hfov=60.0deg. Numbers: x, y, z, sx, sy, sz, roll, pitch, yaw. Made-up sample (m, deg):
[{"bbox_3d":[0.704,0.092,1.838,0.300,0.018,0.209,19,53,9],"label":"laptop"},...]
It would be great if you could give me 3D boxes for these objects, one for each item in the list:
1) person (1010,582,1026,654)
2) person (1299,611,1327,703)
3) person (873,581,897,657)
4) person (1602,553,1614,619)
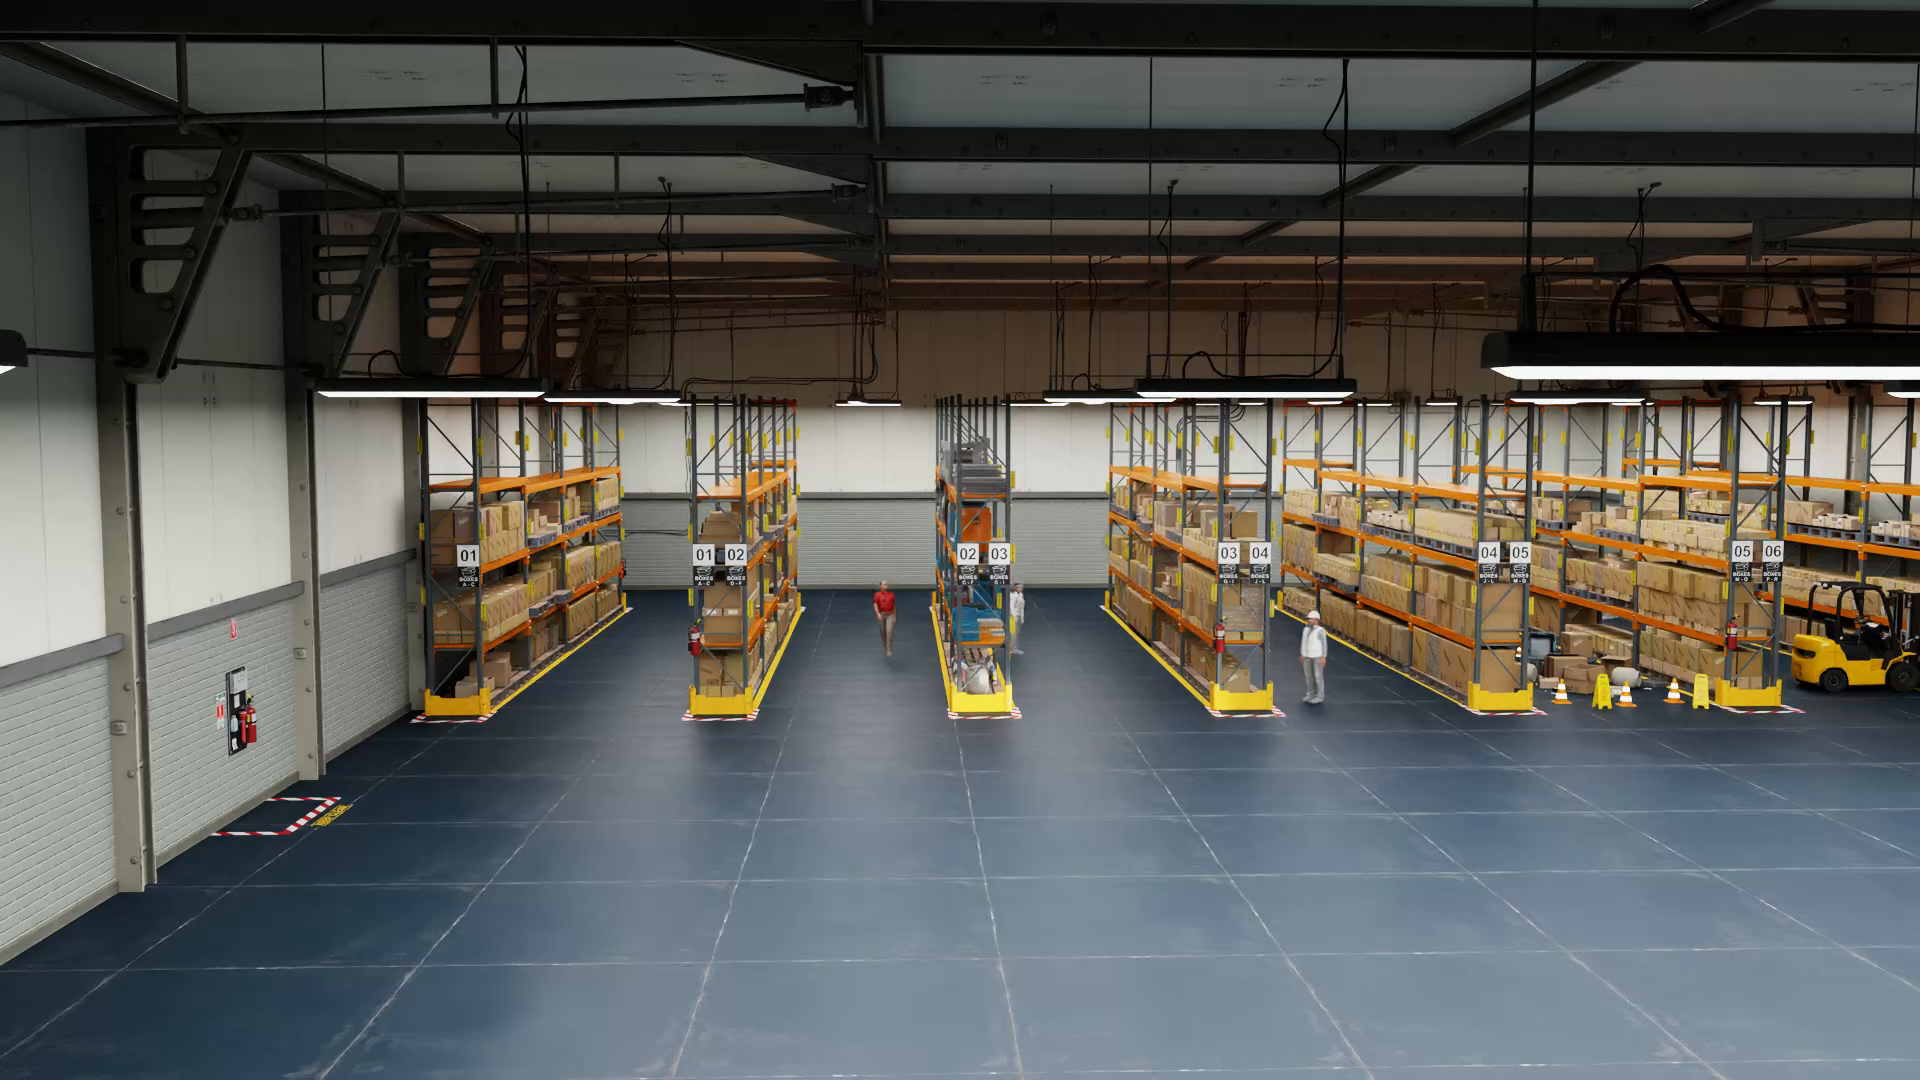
[{"bbox_3d":[1.327,1.801,38.588,0.394,1.673,0.511,3,6,35],"label":"person"},{"bbox_3d":[6.883,2.274,32.475,0.583,1.784,0.366,4,6,43],"label":"person"},{"bbox_3d":[-1.754,1.793,38.315,0.520,1.673,0.900,1,5,9],"label":"person"},{"bbox_3d":[17.707,1.258,45.451,0.479,1.788,0.579,1,5,10],"label":"person"}]
